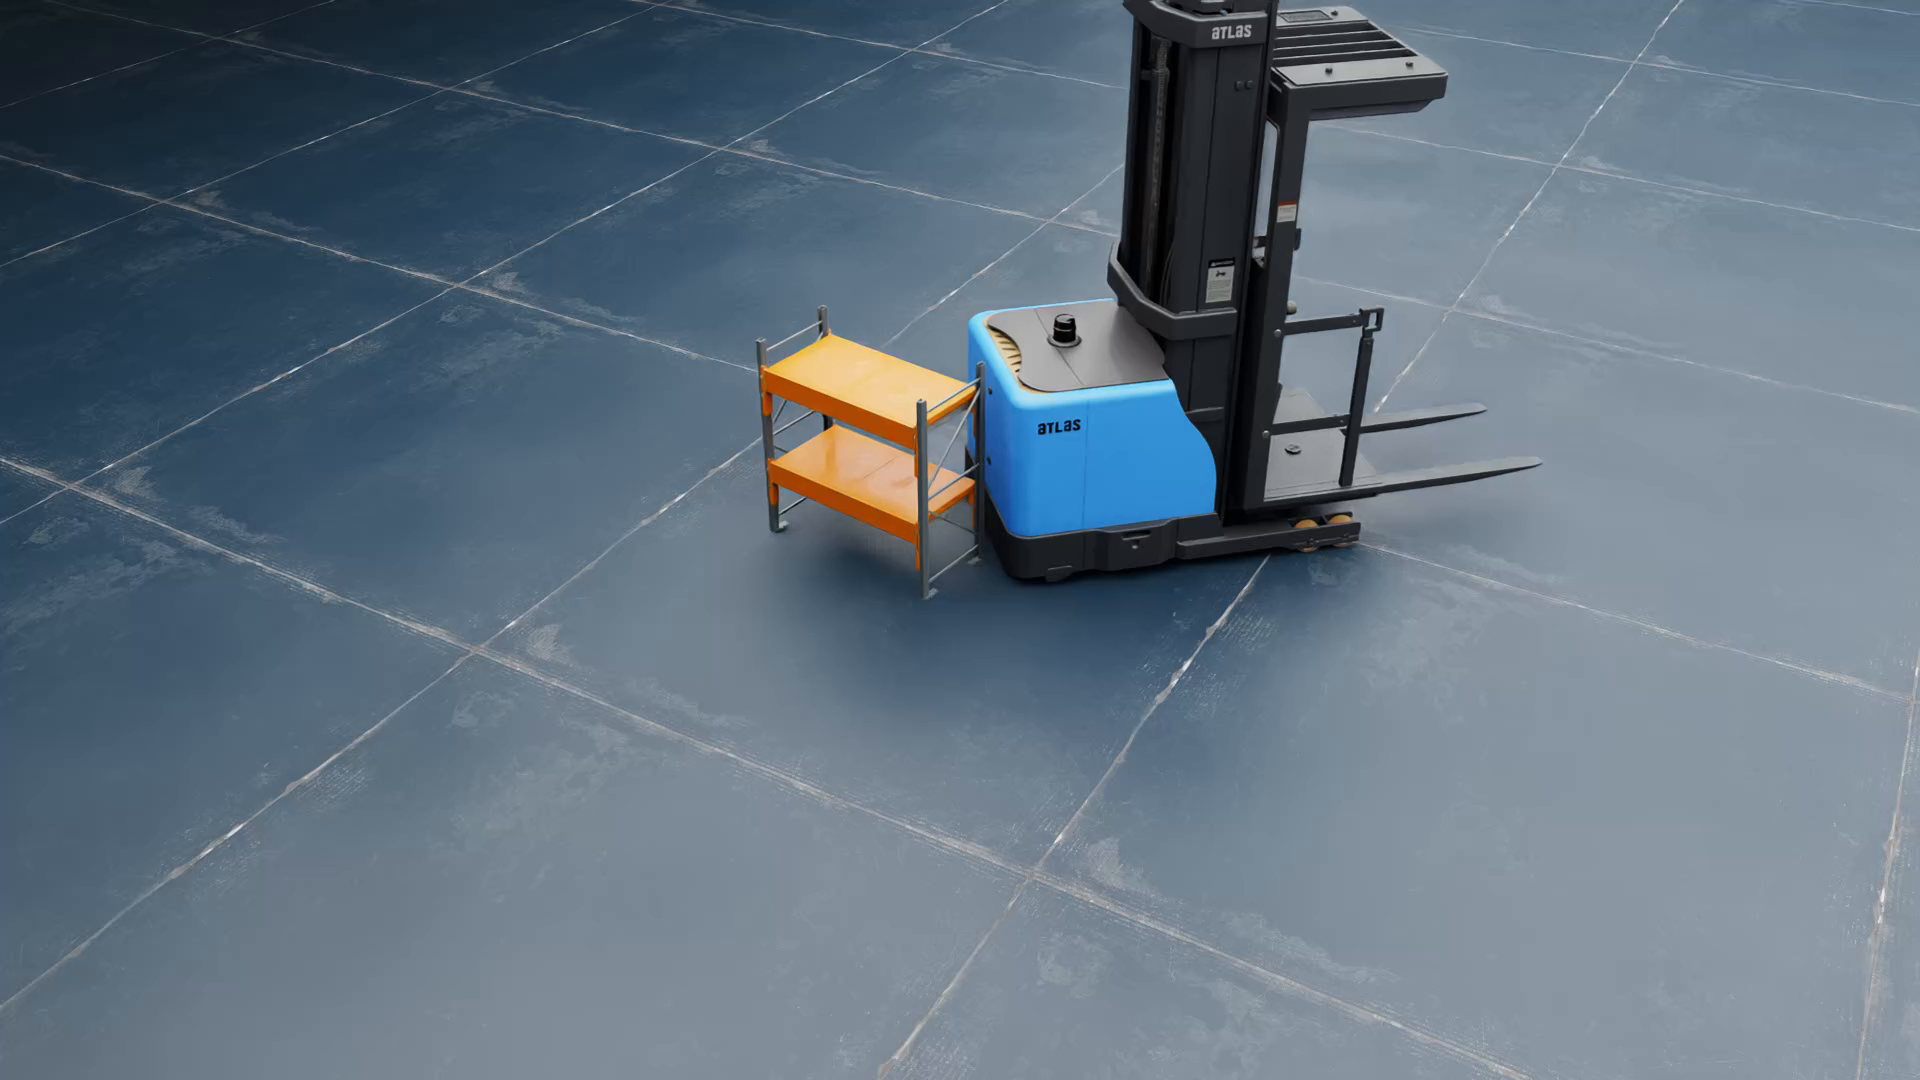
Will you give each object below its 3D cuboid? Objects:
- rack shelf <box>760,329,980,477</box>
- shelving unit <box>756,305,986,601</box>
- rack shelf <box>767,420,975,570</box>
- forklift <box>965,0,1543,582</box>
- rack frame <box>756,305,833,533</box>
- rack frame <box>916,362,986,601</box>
[{"bbox_3d":[-0.441,-0.693,8.248,1.000,0.278,0.538,23,40,31],"label":"rack shelf"},{"bbox_3d":[-0.441,-0.450,8.411,1.048,1.125,0.538,23,40,31],"label":"shelving unit"},{"bbox_3d":[-0.441,-0.246,8.546,1.000,0.278,0.538,23,40,31],"label":"rack shelf"},{"bbox_3d":[1.601,-1.434,8.259,3.031,2.935,1.130,-8,34,-11],"label":"forklift"},{"bbox_3d":[-0.844,-0.622,8.669,0.032,1.125,0.500,23,40,31],"label":"rack frame"},{"bbox_3d":[-0.039,-0.278,8.152,0.032,1.125,0.500,23,40,31],"label":"rack frame"}]
